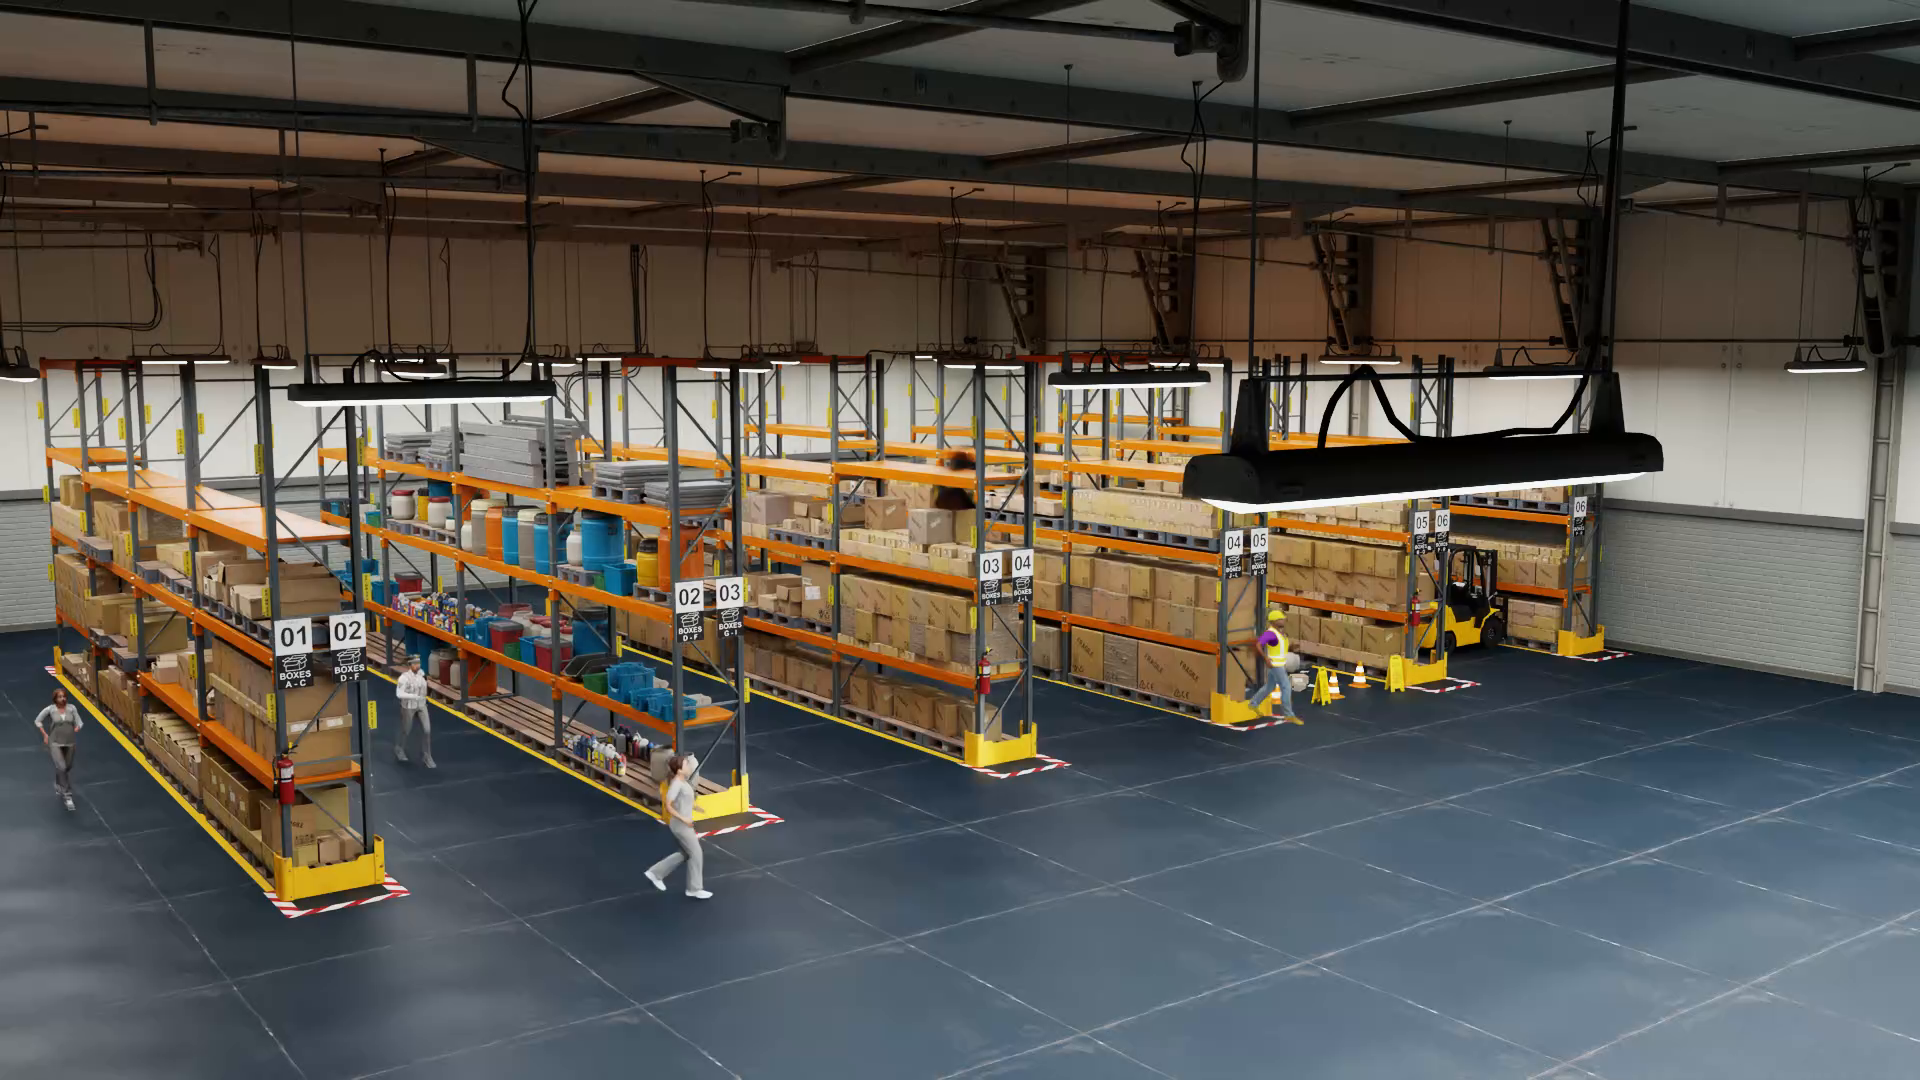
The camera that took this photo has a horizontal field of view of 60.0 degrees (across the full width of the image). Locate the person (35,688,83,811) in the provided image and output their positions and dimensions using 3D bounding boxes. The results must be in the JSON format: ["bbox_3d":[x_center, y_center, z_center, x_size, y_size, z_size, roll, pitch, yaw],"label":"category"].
[{"bbox_3d":[-12.241,2.811,22.671,0.871,1.613,0.539,7,9,44],"label":"person"}]

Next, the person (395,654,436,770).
[{"bbox_3d":[-8.155,2.521,24.764,0.562,1.719,0.857,-7,10,-44],"label":"person"}]

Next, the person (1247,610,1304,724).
[{"bbox_3d":[5.026,2.001,26.424,0.924,1.780,0.689,2,7,18],"label":"person"}]

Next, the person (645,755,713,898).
[{"bbox_3d":[-3.200,3.257,18.837,0.760,1.663,0.573,-1,7,-8],"label":"person"}]
